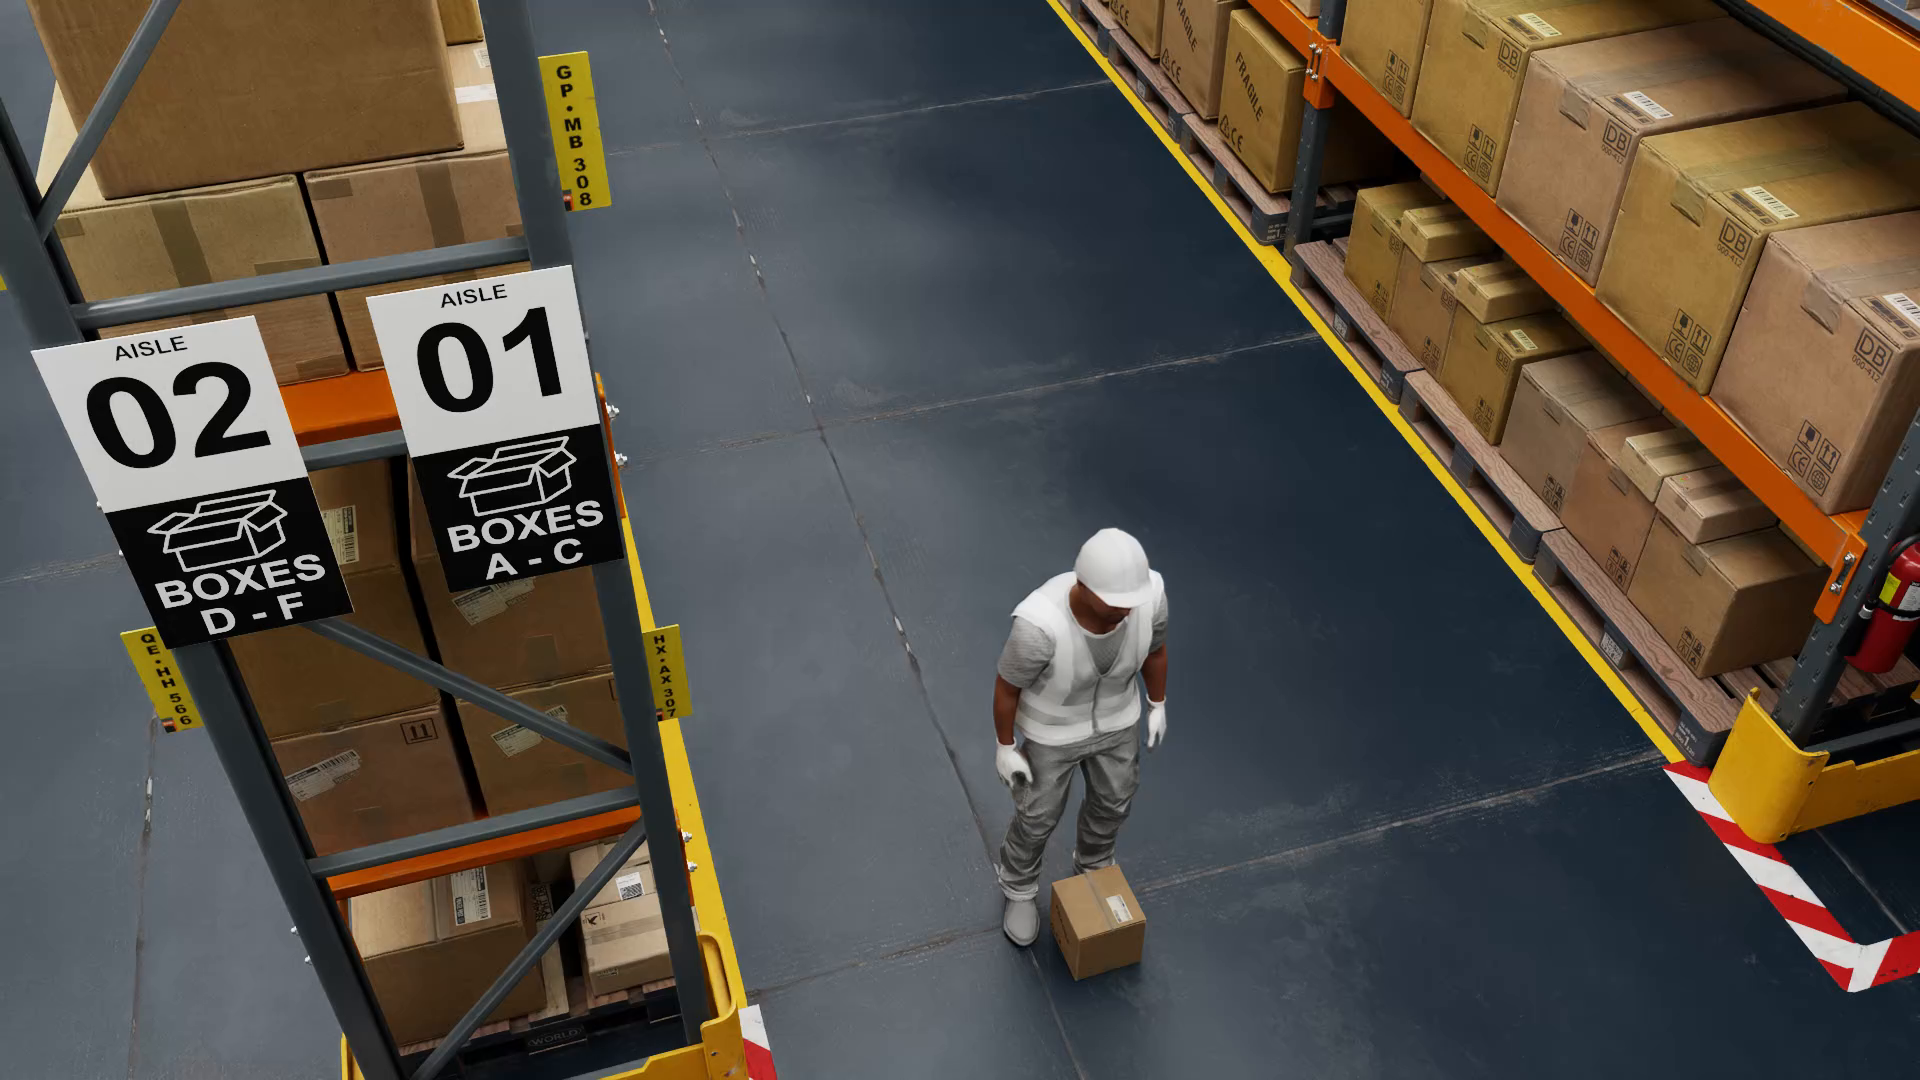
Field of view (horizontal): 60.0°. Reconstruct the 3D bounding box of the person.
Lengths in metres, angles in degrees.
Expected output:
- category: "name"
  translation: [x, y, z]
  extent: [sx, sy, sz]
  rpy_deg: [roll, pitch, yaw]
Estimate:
- category: "person"
  translation: [0.401, 0.622, 5.459]
  extent: [0.619, 1.772, 0.450]
  rpy_deg: [-14, 44, -15]
